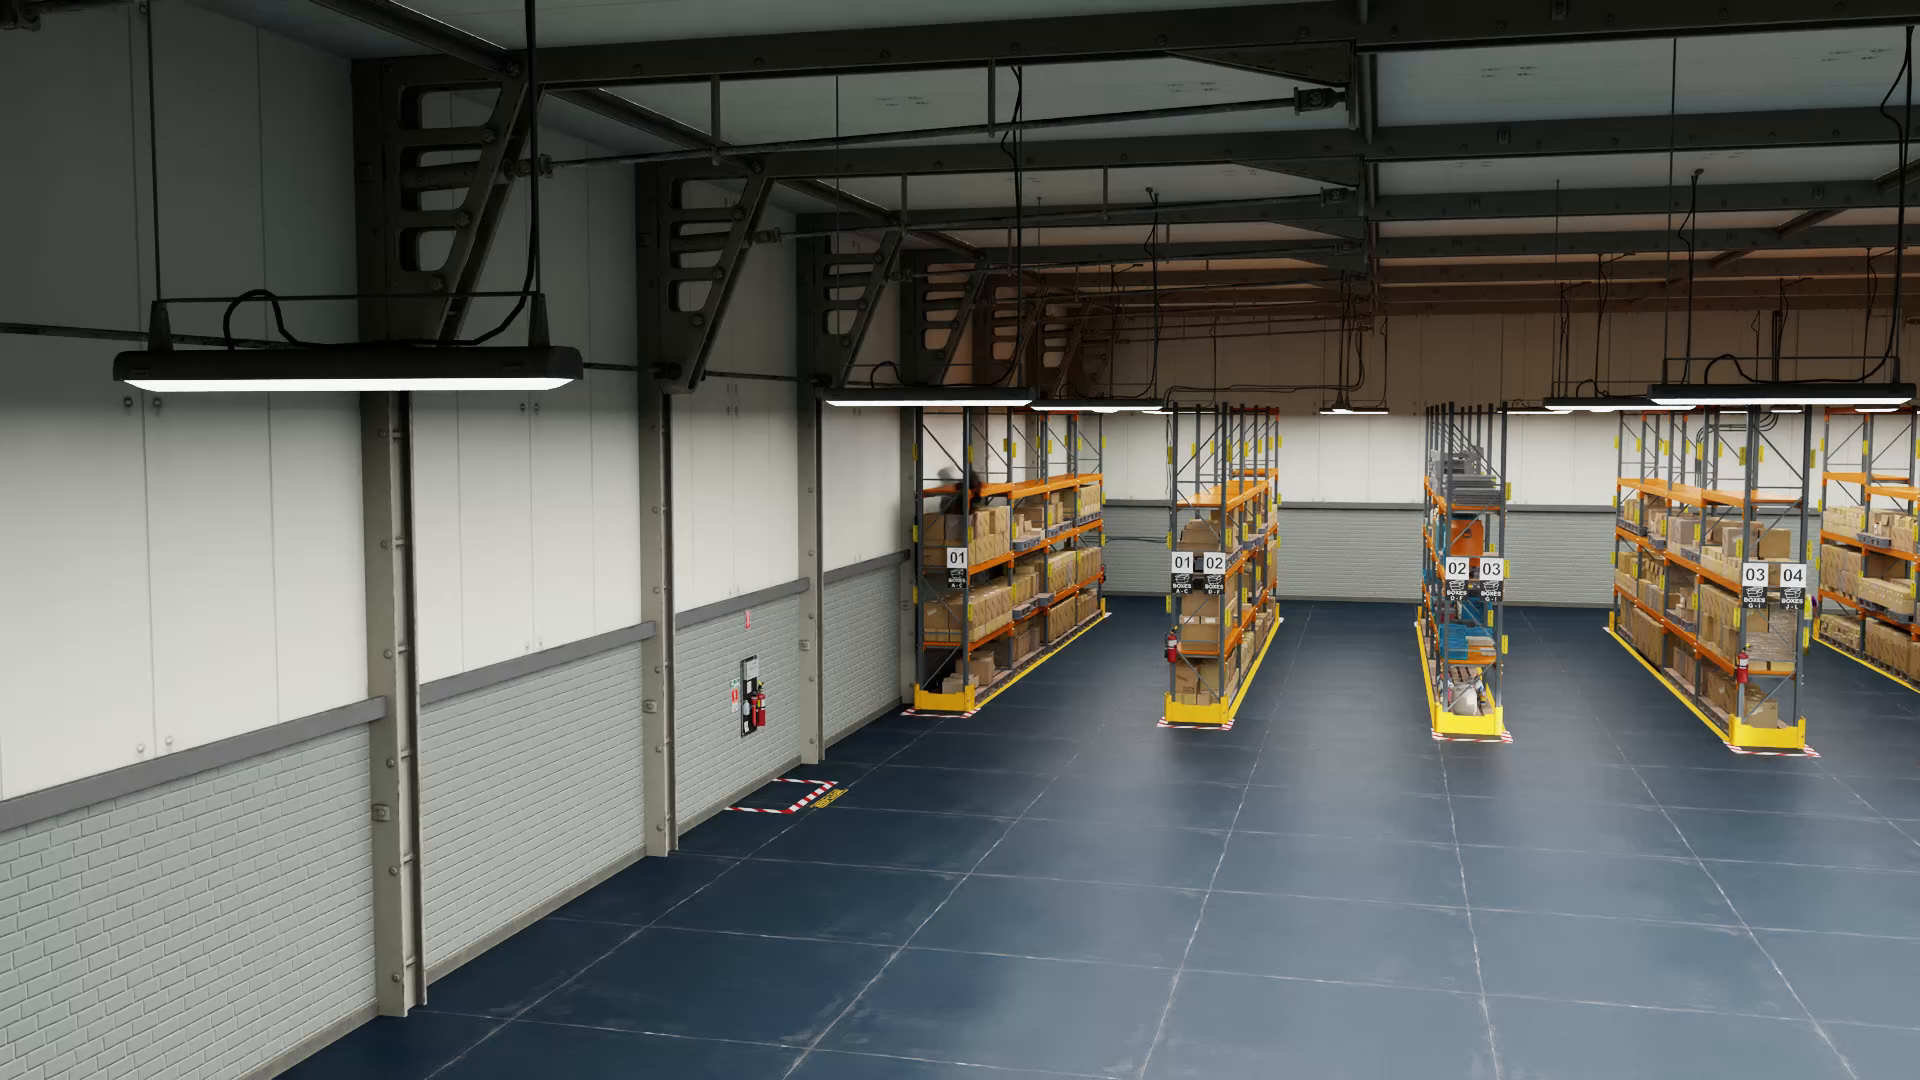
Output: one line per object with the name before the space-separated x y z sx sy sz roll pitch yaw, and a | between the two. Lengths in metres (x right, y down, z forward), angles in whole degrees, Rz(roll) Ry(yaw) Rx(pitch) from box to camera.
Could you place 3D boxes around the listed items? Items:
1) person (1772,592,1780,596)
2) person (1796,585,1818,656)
person | 20.777 1.773 42.277 0.592 1.716 0.753 2 5 24
person | 20.138 1.909 39.720 0.677 1.740 0.666 1 4 19
